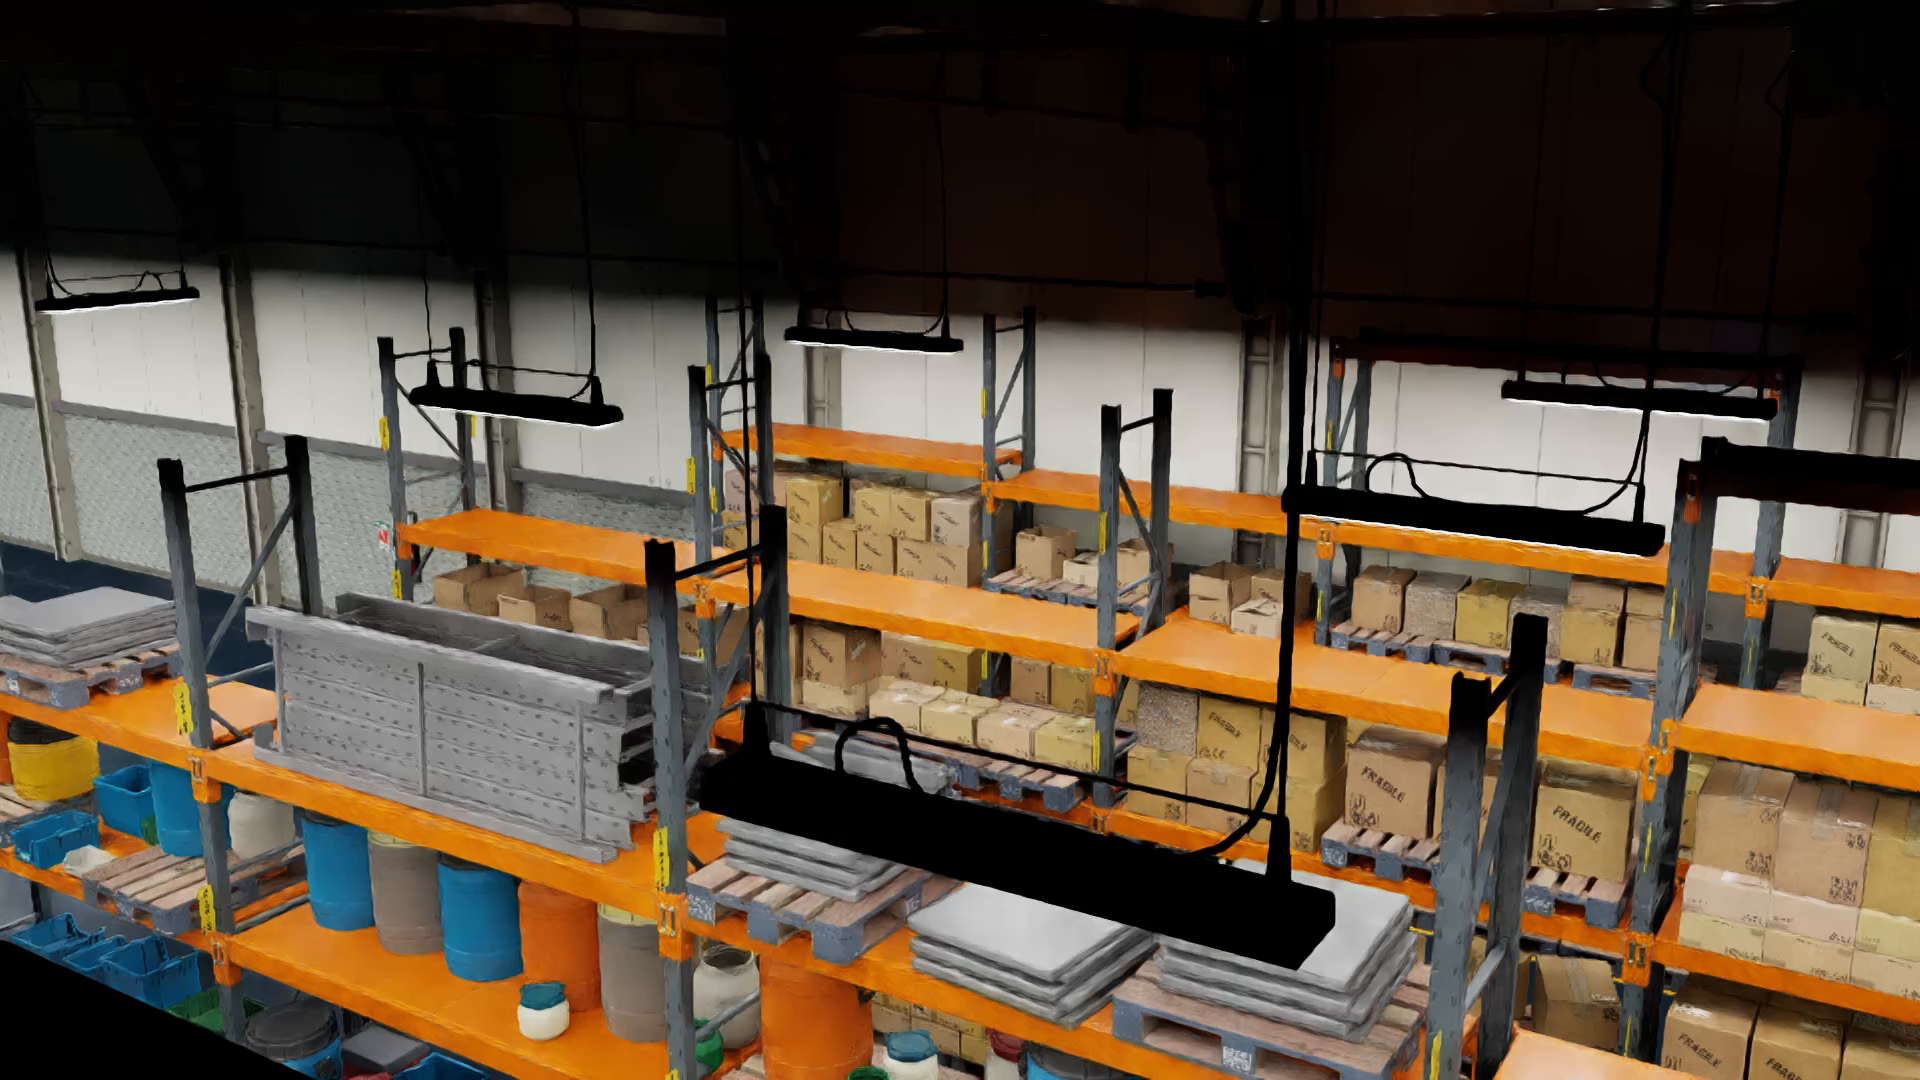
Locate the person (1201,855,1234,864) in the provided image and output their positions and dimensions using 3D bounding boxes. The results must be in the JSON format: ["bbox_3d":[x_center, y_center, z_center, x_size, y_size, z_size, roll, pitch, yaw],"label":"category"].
[{"bbox_3d":[2.564,3.124,16.976,1.032,1.728,0.528,6,15,23],"label":"person"}]

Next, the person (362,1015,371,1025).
[{"bbox_3d":[-5.321,3.606,15.016,0.584,1.727,0.450,1,14,2],"label":"person"}]
